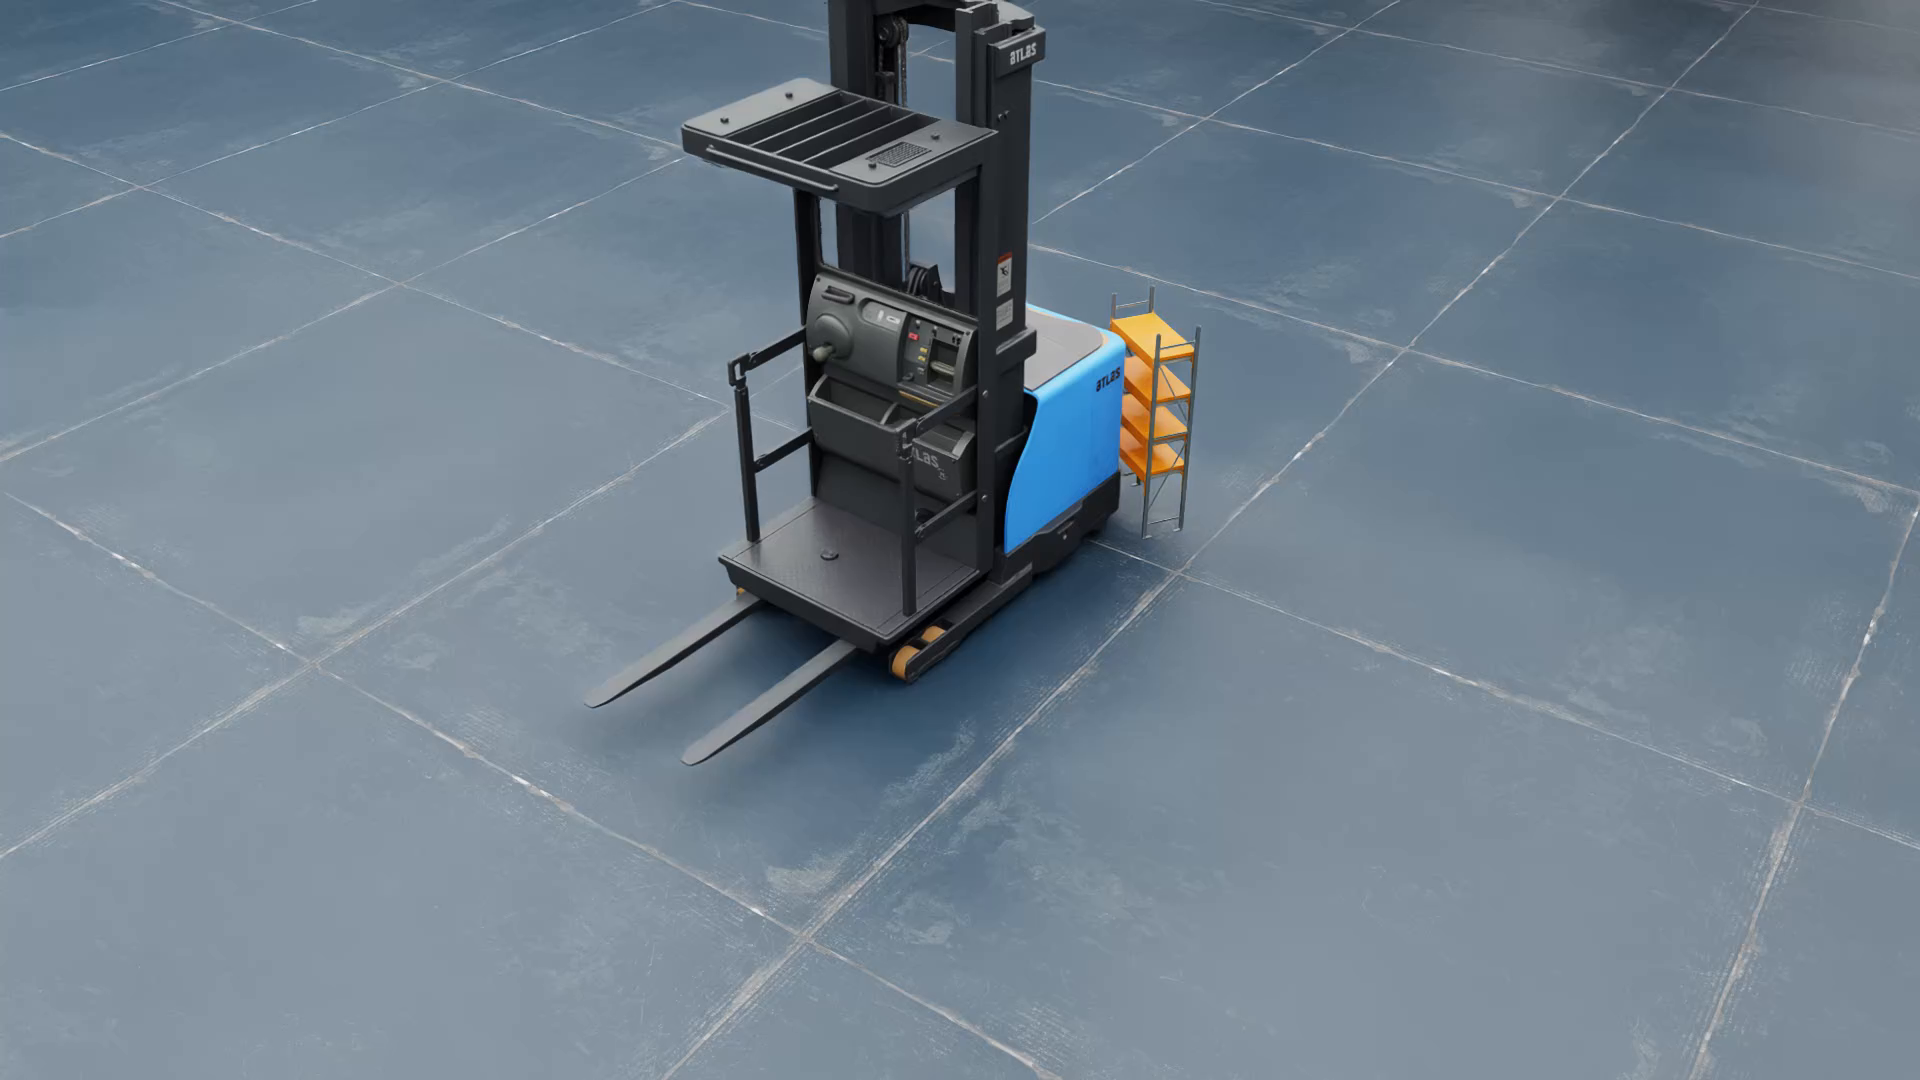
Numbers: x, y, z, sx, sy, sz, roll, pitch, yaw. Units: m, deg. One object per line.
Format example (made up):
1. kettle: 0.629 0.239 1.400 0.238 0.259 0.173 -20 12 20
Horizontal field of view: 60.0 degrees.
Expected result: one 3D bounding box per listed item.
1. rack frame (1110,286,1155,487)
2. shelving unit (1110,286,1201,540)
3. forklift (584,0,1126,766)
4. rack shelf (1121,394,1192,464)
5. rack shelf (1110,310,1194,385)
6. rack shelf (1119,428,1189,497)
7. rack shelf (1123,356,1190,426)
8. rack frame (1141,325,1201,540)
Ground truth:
1. rack frame: 0.886 -0.781 8.834 0.240 1.200 0.015 -13 36 -18
2. shelving unit: 0.978 -0.655 8.647 0.258 1.200 0.503 -13 36 -18
3. forklift: -0.456 -0.867 7.415 1.130 2.935 3.031 24 41 31
4. rack shelf: 0.978 -0.599 8.685 0.258 0.148 0.480 -13 36 -18
5. rack shelf: 0.978 -0.980 8.427 0.258 0.148 0.480 -13 36 -18
6. rack shelf: 0.978 -0.435 8.796 0.258 0.148 0.480 -13 36 -18
7. rack shelf: 0.978 -0.784 8.559 0.258 0.148 0.480 -13 36 -18
8. rack frame: 1.069 -0.528 8.460 0.240 1.200 0.015 -13 36 -18
